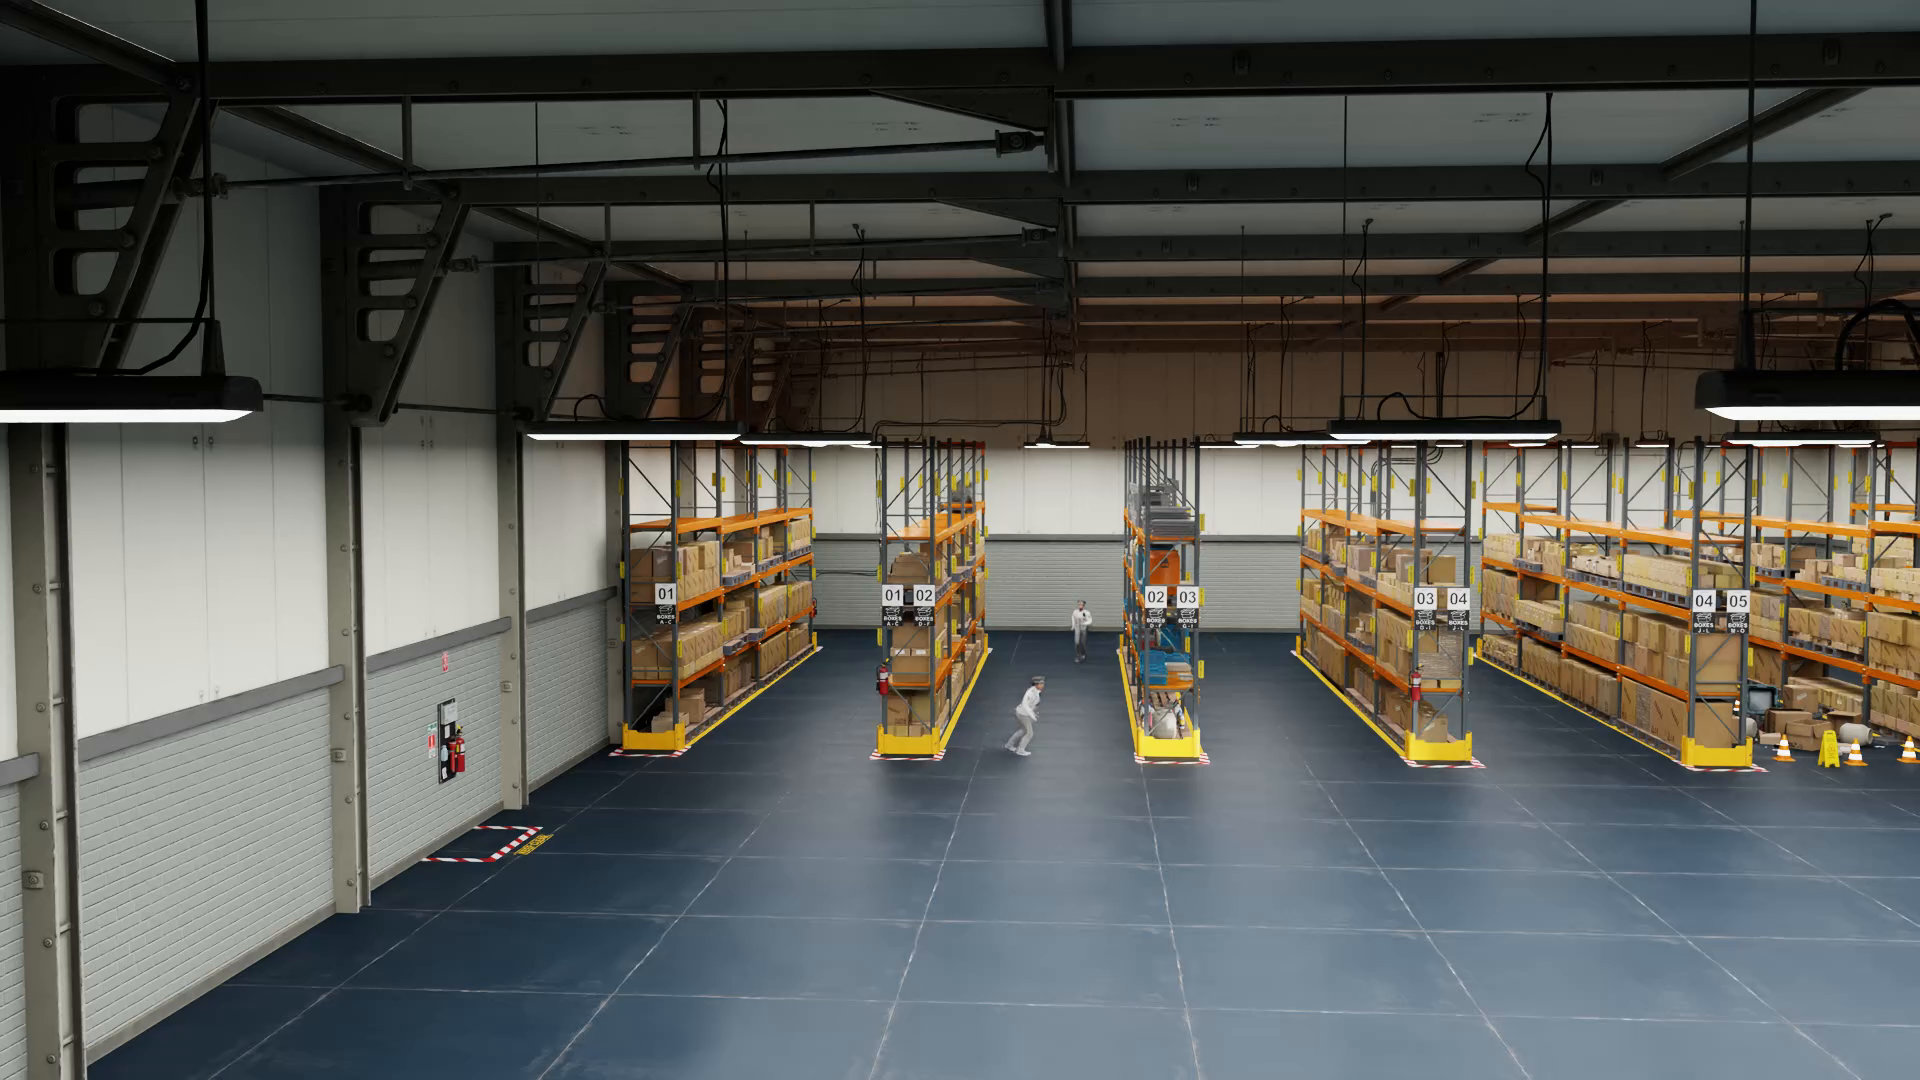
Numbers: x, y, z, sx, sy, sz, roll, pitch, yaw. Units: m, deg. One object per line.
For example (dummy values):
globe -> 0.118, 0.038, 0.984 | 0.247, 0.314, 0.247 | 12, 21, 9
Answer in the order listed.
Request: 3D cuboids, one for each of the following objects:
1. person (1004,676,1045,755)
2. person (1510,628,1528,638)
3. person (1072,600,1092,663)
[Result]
person -> 1.218, 3.292, 31.260 | 0.811, 1.520, 0.608 | 1, 3, 15
person -> 15.930, 2.419, 47.121 | 0.663, 1.663, 0.618 | 1, 3, 16
person -> 3.292, 2.479, 45.095 | 0.554, 1.744, 0.773 | 0, 3, 9
